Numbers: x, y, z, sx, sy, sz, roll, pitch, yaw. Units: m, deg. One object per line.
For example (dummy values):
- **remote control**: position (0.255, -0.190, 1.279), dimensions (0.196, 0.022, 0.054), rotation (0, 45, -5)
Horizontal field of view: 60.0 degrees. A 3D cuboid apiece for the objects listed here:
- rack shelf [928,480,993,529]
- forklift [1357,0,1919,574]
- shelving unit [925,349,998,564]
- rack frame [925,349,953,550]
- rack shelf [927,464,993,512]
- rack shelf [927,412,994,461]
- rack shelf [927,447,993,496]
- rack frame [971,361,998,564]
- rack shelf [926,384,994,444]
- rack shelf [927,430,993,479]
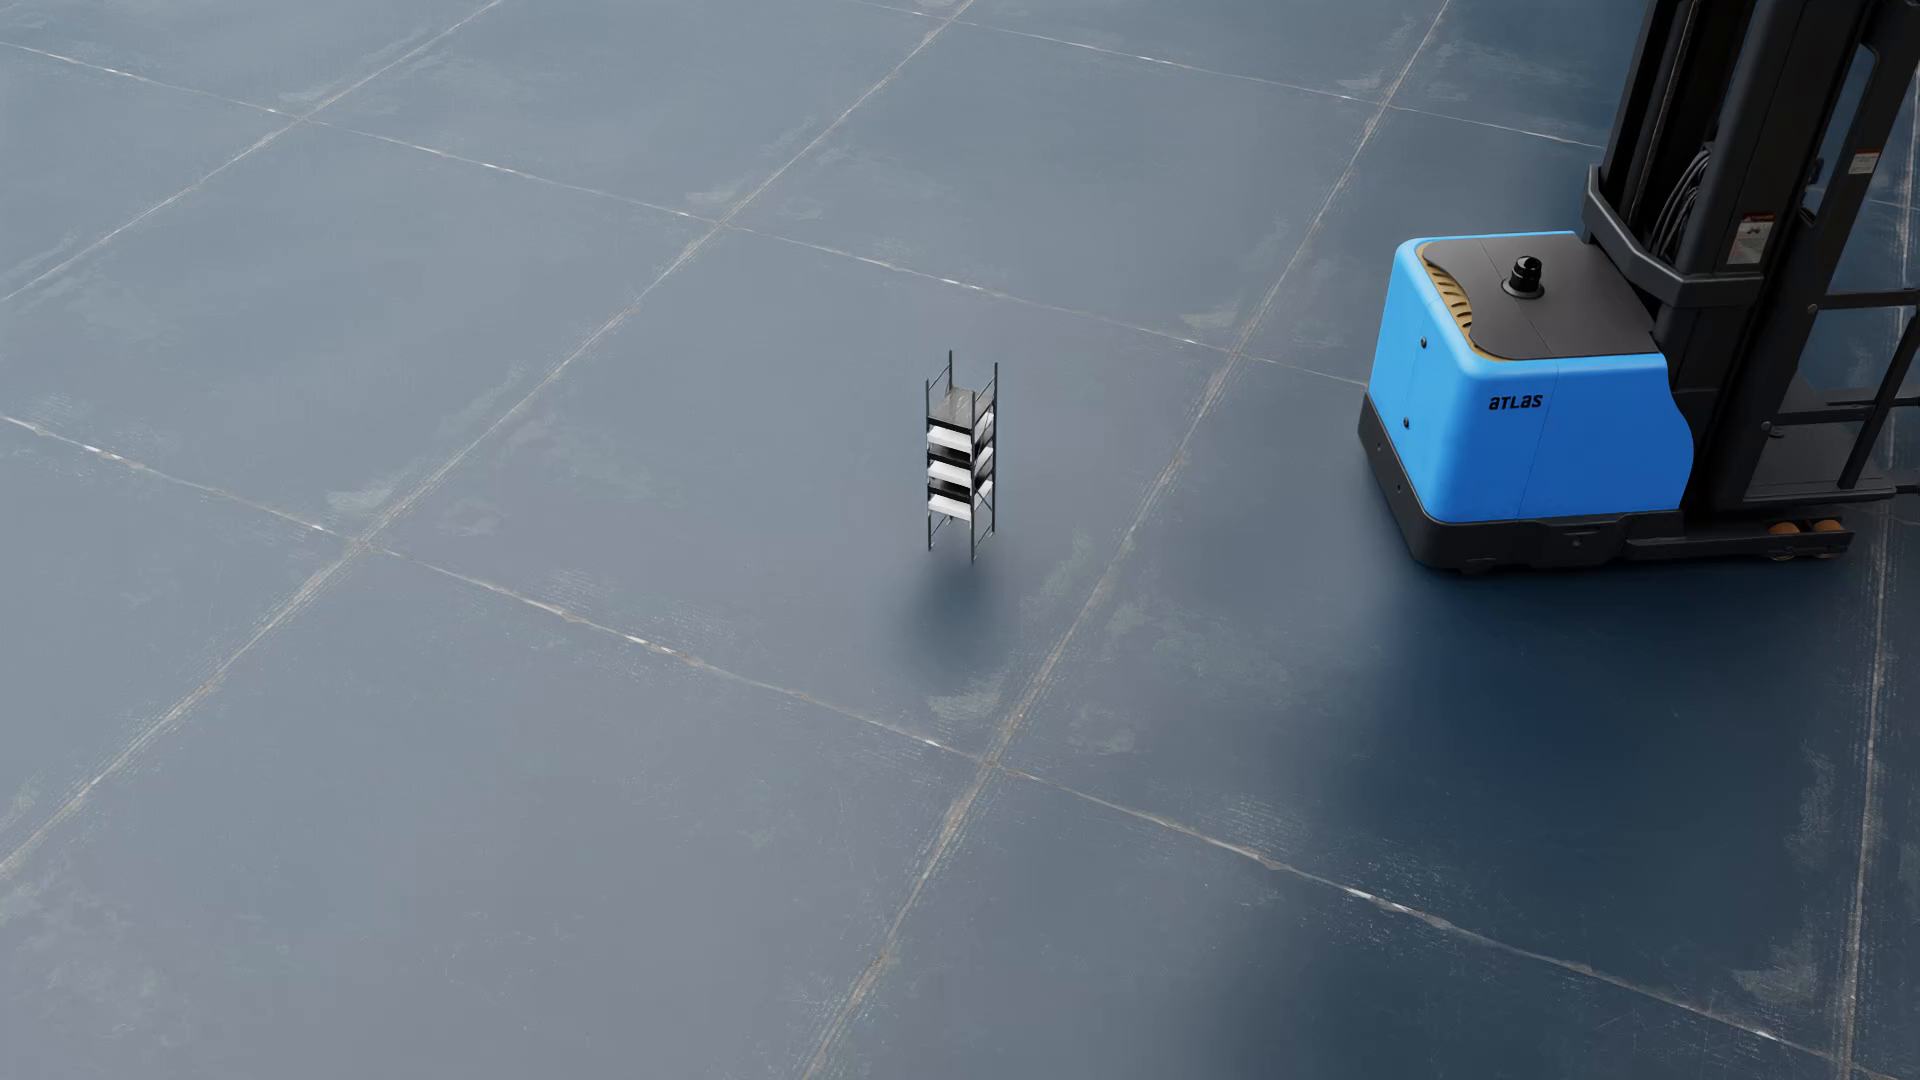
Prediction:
- **rack shelf**: position (0.007, -0.177, 7.092), dimensions (0.200, 0.077, 0.258), rotation (17, 44, 19)
- **forklift**: position (3.392, -1.362, 6.583), dimensions (3.031, 2.935, 1.130), rotation (-4, 41, -4)
- **shelving unit**: position (0.007, -0.338, 6.953), dimensions (0.210, 0.900, 0.258), rotation (17, 44, 19)
- **rack frame**: position (-0.085, -0.366, 6.985), dimensions (0.006, 0.900, 0.240), rotation (17, 44, 19)
- **rack shelf**: position (0.007, -0.245, 7.033), dimensions (0.200, 0.077, 0.258), rotation (17, 44, 19)
- **rack shelf**: position (0.007, -0.449, 6.857), dimensions (0.200, 0.077, 0.258), rotation (17, 44, 19)
- **rack shelf**: position (0.007, -0.313, 6.974), dimensions (0.200, 0.077, 0.258), rotation (17, 44, 19)
- **rack frame**: position (0.099, -0.310, 6.920), dimensions (0.006, 0.900, 0.240), rotation (17, 44, 19)
- **rack shelf**: position (0.007, -0.517, 6.798), dimensions (0.200, 0.077, 0.258), rotation (17, 44, 19)
- **rack shelf**: position (0.007, -0.381, 6.916), dimensions (0.200, 0.077, 0.258), rotation (17, 44, 19)
